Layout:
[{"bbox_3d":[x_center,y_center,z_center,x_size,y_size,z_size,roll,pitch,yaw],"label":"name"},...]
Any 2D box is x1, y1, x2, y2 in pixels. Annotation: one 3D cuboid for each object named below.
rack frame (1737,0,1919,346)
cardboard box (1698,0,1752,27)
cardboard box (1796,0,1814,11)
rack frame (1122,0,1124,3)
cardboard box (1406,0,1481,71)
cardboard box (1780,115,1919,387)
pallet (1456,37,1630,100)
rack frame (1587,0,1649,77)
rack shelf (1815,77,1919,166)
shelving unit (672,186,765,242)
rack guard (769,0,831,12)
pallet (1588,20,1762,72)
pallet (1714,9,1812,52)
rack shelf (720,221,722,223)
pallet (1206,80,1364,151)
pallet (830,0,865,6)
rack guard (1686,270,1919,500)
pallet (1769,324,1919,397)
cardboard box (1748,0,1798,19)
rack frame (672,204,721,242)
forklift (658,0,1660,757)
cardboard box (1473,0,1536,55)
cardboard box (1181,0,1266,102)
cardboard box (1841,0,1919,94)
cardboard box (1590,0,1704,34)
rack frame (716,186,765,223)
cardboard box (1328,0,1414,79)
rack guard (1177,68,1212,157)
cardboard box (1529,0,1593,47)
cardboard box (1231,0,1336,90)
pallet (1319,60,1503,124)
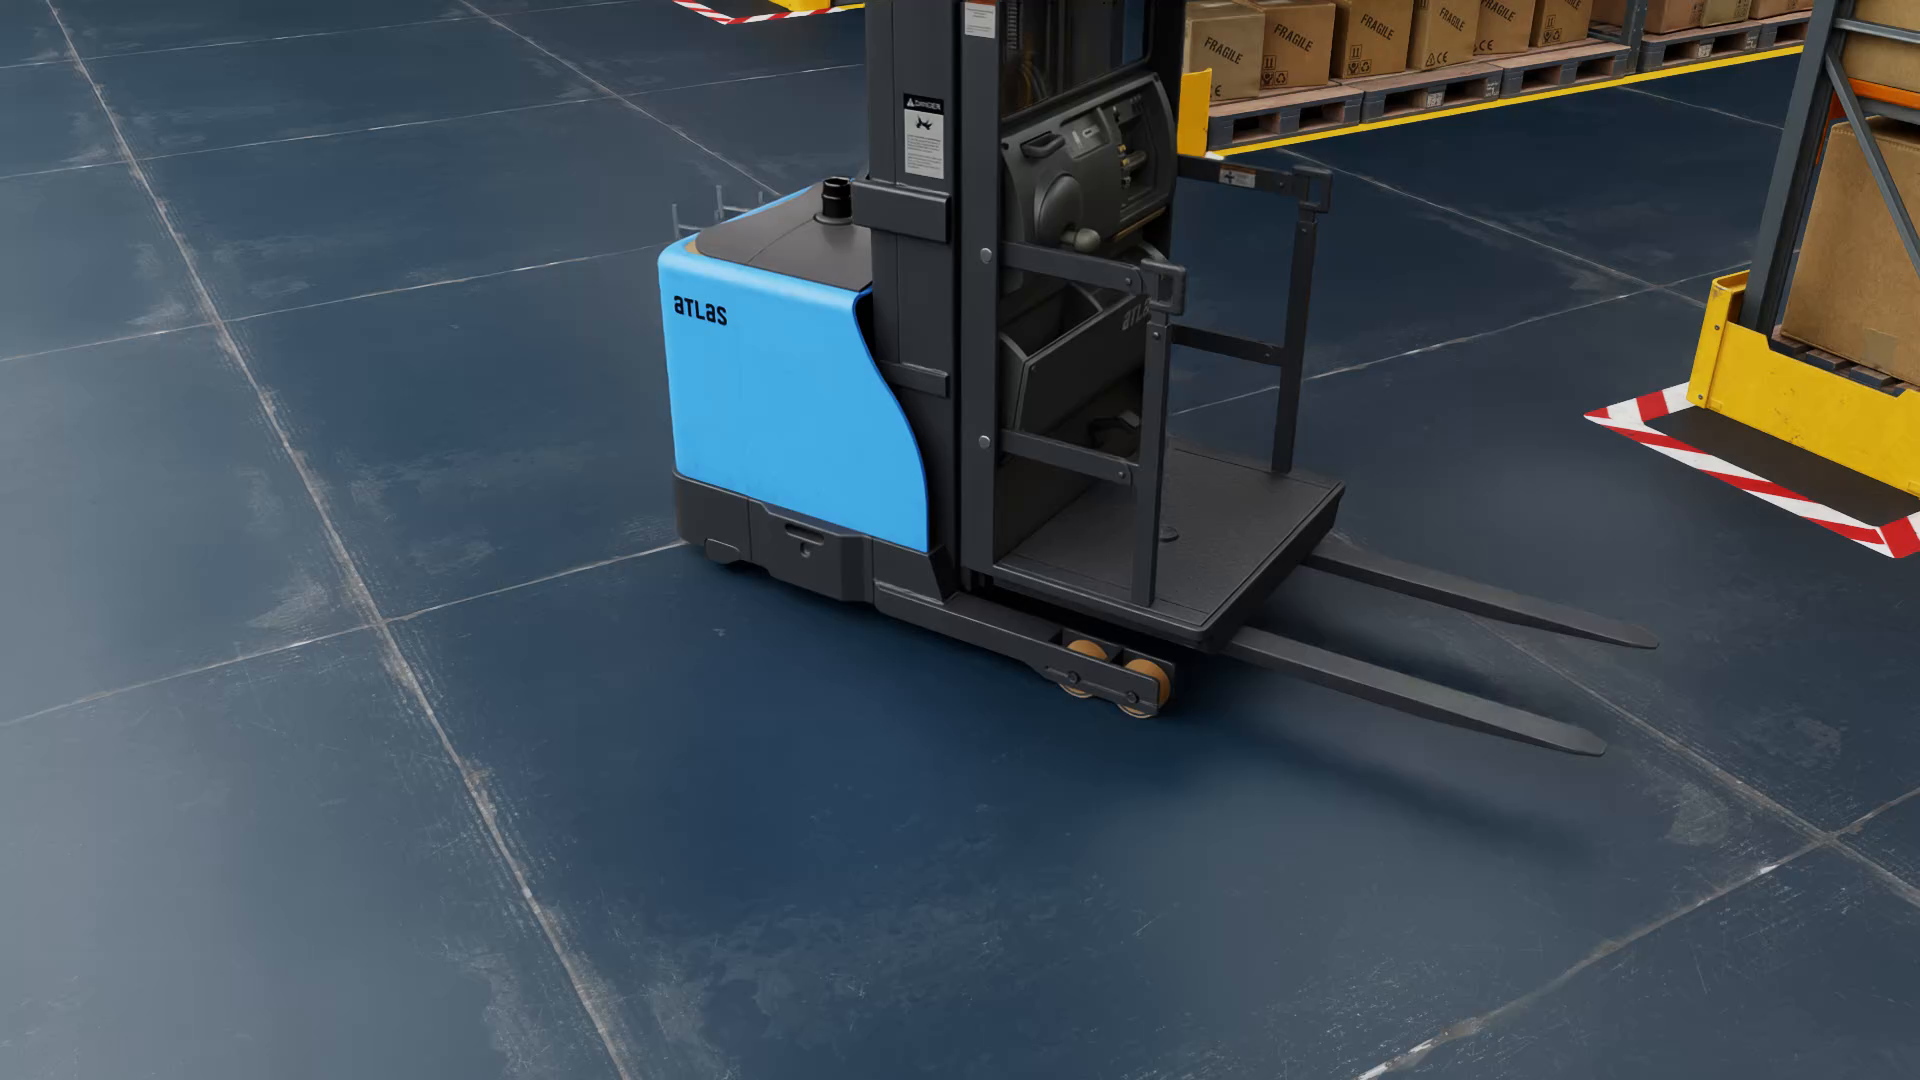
[{"bbox_3d":[3.407,-1.700,5.726,0.127,3.000,1.000,-16,33,-26],"label":"rack frame"},{"bbox_3d":[5.391,-4.119,12.241,0.500,0.500,0.700,-16,33,-27],"label":"cardboard box"},{"bbox_3d":[6.354,-4.393,12.737,0.500,0.500,0.700,-13,31,-22],"label":"cardboard box"},{"bbox_3d":[0.982,-3.791,9.515,0.127,3.000,1.000,-16,33,-26],"label":"rack frame"},{"bbox_3d":[3.080,-3.450,11.050,0.500,0.500,0.500,-19,34,-31],"label":"cardboard box"},{"bbox_3d":[3.958,-1.147,6.489,0.875,0.875,0.875,-16,33,-26],"label":"cardboard box"},{"bbox_3d":[3.869,-3.370,11.639,1.213,0.211,1.003,-16,33,-26],"label":"pallet"},{"bbox_3d":[4.430,-4.770,11.289,0.127,3.000,1.000,-16,33,-26],"label":"rack frame"},{"bbox_3d":[5.132,-1.875,6.787,4.000,0.370,1.077,-16,33,-26],"label":"rack shelf"},{"bbox_3d":[-0.809,-0.704,5.929,0.215,1.050,0.252,14,32,28],"label":"shelving unit"},{"bbox_3d":[-1.486,-4.798,13.927,0.348,0.500,1.175,-16,33,-26],"label":"rack guard"},{"bbox_3d":[5.101,-3.741,12.310,1.213,0.211,1.003,-16,33,-26],"label":"pallet"},{"bbox_3d":[6.154,-4.041,12.854,1.213,0.211,1.003,-16,33,-26],"label":"pallet"},{"bbox_3d":[-0.819,-0.946,5.803,0.215,0.259,0.240,14,32,28],"label":"rack shelf"},{"bbox_3d":[1.765,-2.773,10.556,1.213,0.211,1.003,-16,33,-26],"label":"pallet"},{"bbox_3d":[-0.783,-4.868,14.353,1.213,0.211,1.003,-16,33,-26],"label":"pallet"},{"bbox_3d":[3.387,-0.600,6.320,0.348,0.500,1.175,-16,33,-26],"label":"rack guard"},{"bbox_3d":[4.057,-0.708,6.814,1.213,0.211,1.003,-16,33,-26],"label":"pallet"},{"bbox_3d":[5.873,-4.256,12.489,0.500,0.500,0.700,-19,34,-30],"label":"cardboard box"},{"bbox_3d":[-0.872,-0.653,5.837,0.200,1.050,0.008,14,32,28],"label":"rack frame"},{"bbox_3d":[0.557,-1.062,4.640,3.031,2.935,1.130,17,33,28],"label":"forklift"},{"bbox_3d":[3.575,-3.635,11.385,0.500,0.500,0.500,-6,29,-11],"label":"cardboard box"},{"bbox_3d":[1.528,-3.027,10.282,0.500,0.500,0.500,-10,30,-17],"label":"cardboard box"},{"bbox_3d":[3.704,-1.876,5.889,0.550,0.550,0.875,-16,33,-26],"label":"cardboard box"},{"bbox_3d":[4.971,-4.010,12.043,0.500,0.500,0.700,-19,34,-30],"label":"cardboard box"},{"bbox_3d":[-0.746,-0.754,6.021,0.200,1.050,0.008,14,32,28],"label":"rack frame"},{"bbox_3d":[2.576,-3.332,10.836,0.500,0.500,0.500,-13,31,-22],"label":"cardboard box"},{"bbox_3d":[1.047,-2.715,10.153,0.348,0.500,1.175,-16,33,-26],"label":"rack guard"},{"bbox_3d":[4.065,-3.779,11.645,0.500,0.500,0.500,-17,33,-28],"label":"cardboard box"},{"bbox_3d":[2.026,-3.187,10.573,0.500,0.500,0.500,-8,30,-13],"label":"cardboard box"},{"bbox_3d":[2.816,-3.070,11.094,1.213,0.211,1.003,-16,33,-26],"label":"pallet"}]
